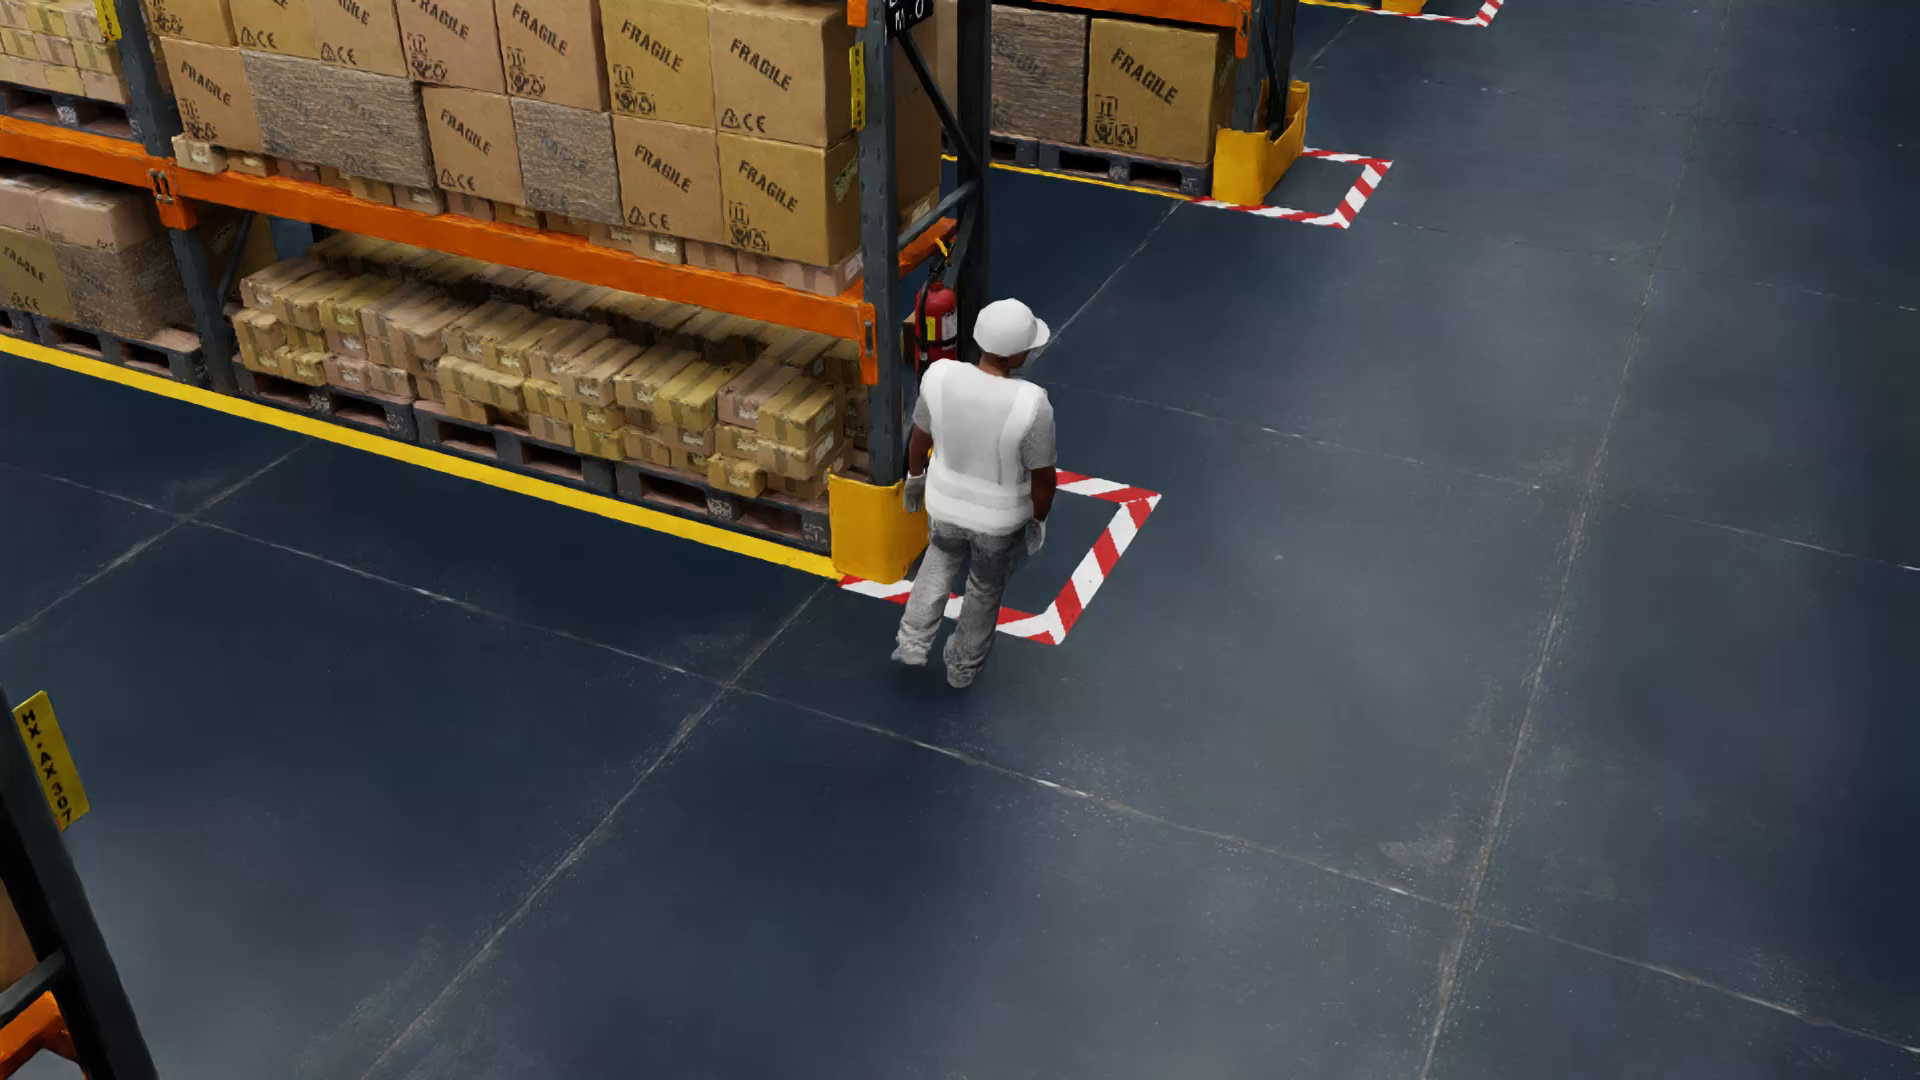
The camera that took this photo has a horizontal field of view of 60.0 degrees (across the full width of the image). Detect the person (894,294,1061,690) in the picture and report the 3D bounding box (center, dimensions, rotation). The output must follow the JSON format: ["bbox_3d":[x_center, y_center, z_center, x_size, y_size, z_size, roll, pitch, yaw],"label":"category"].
[{"bbox_3d":[0.066,-0.170,6.391,0.711,1.775,0.447,12,35,18],"label":"person"}]
